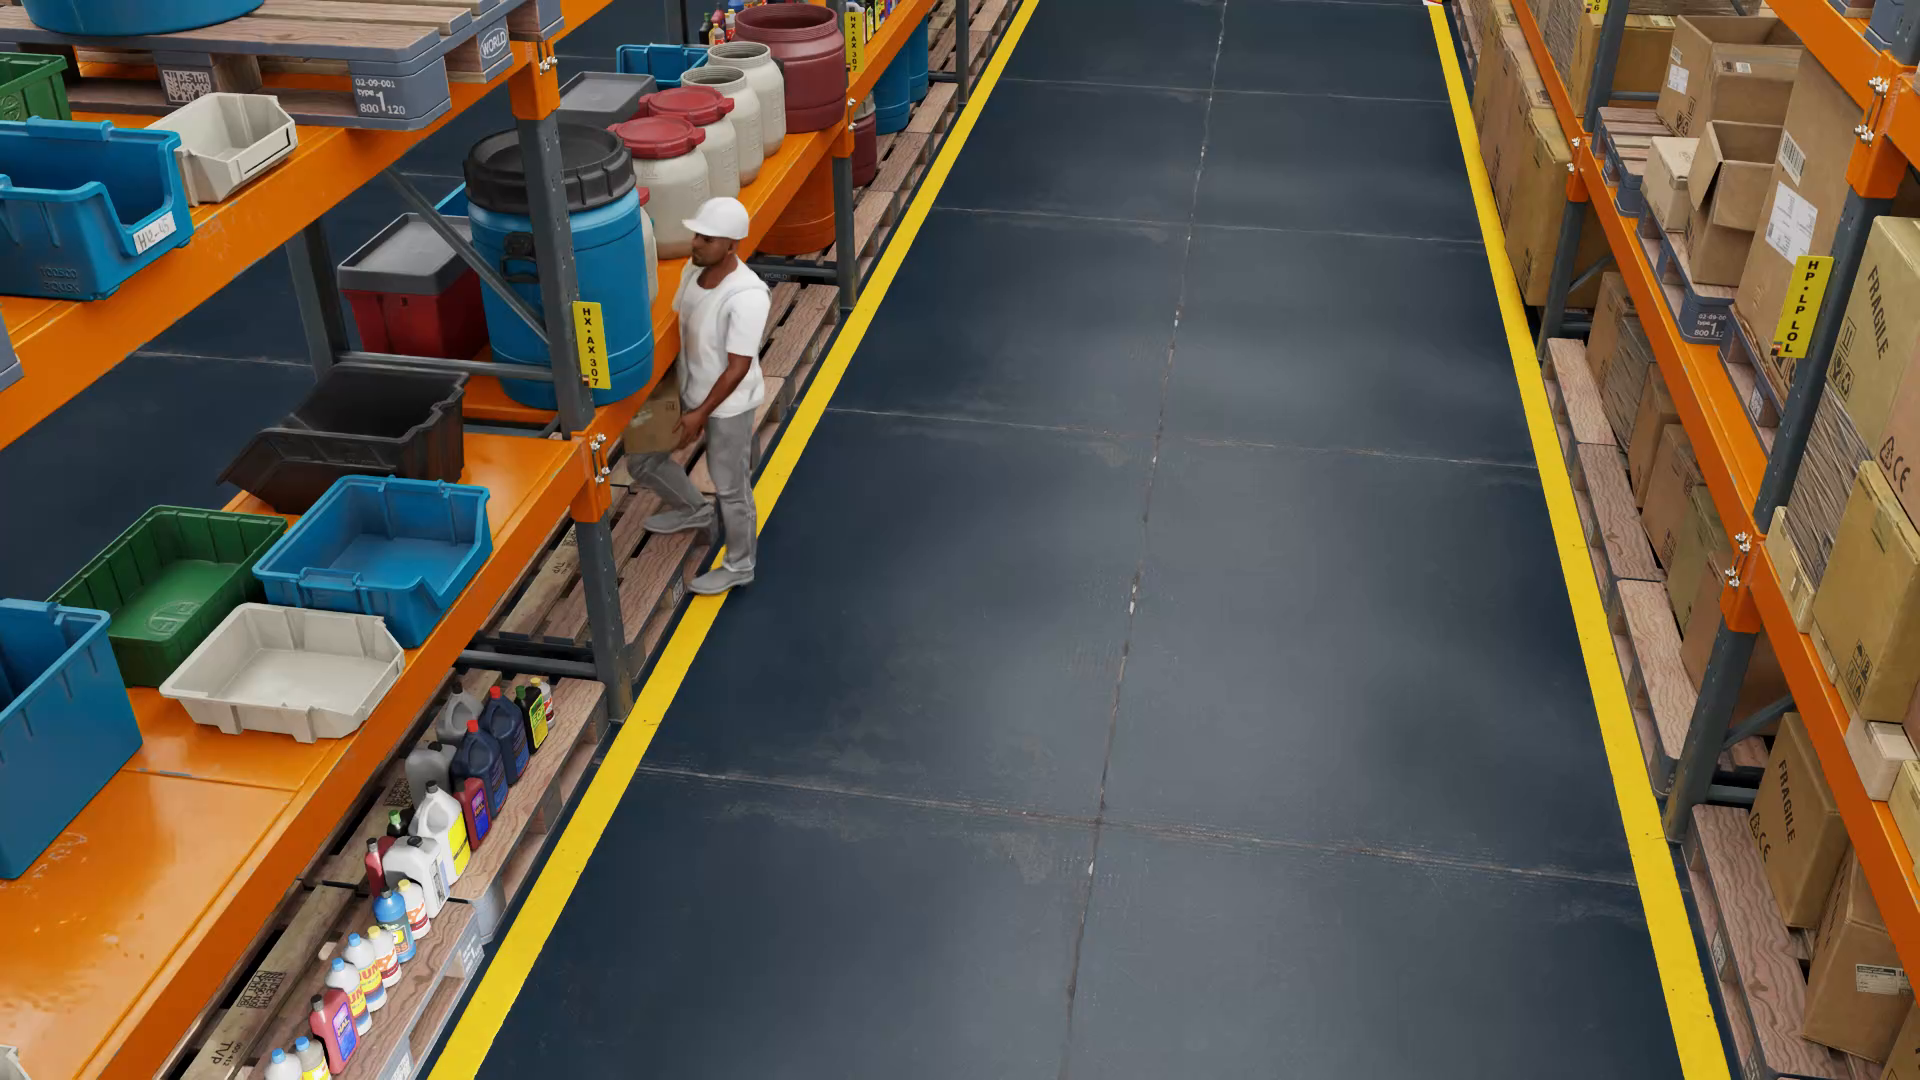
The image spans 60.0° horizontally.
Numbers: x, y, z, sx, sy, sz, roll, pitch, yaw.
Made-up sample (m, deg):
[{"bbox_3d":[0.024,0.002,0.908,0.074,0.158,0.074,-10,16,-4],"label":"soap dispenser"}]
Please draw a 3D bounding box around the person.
[{"bbox_3d":[-1.103,-0.571,7.006,0.581,1.772,0.584,-24,39,-33],"label":"person"}]
